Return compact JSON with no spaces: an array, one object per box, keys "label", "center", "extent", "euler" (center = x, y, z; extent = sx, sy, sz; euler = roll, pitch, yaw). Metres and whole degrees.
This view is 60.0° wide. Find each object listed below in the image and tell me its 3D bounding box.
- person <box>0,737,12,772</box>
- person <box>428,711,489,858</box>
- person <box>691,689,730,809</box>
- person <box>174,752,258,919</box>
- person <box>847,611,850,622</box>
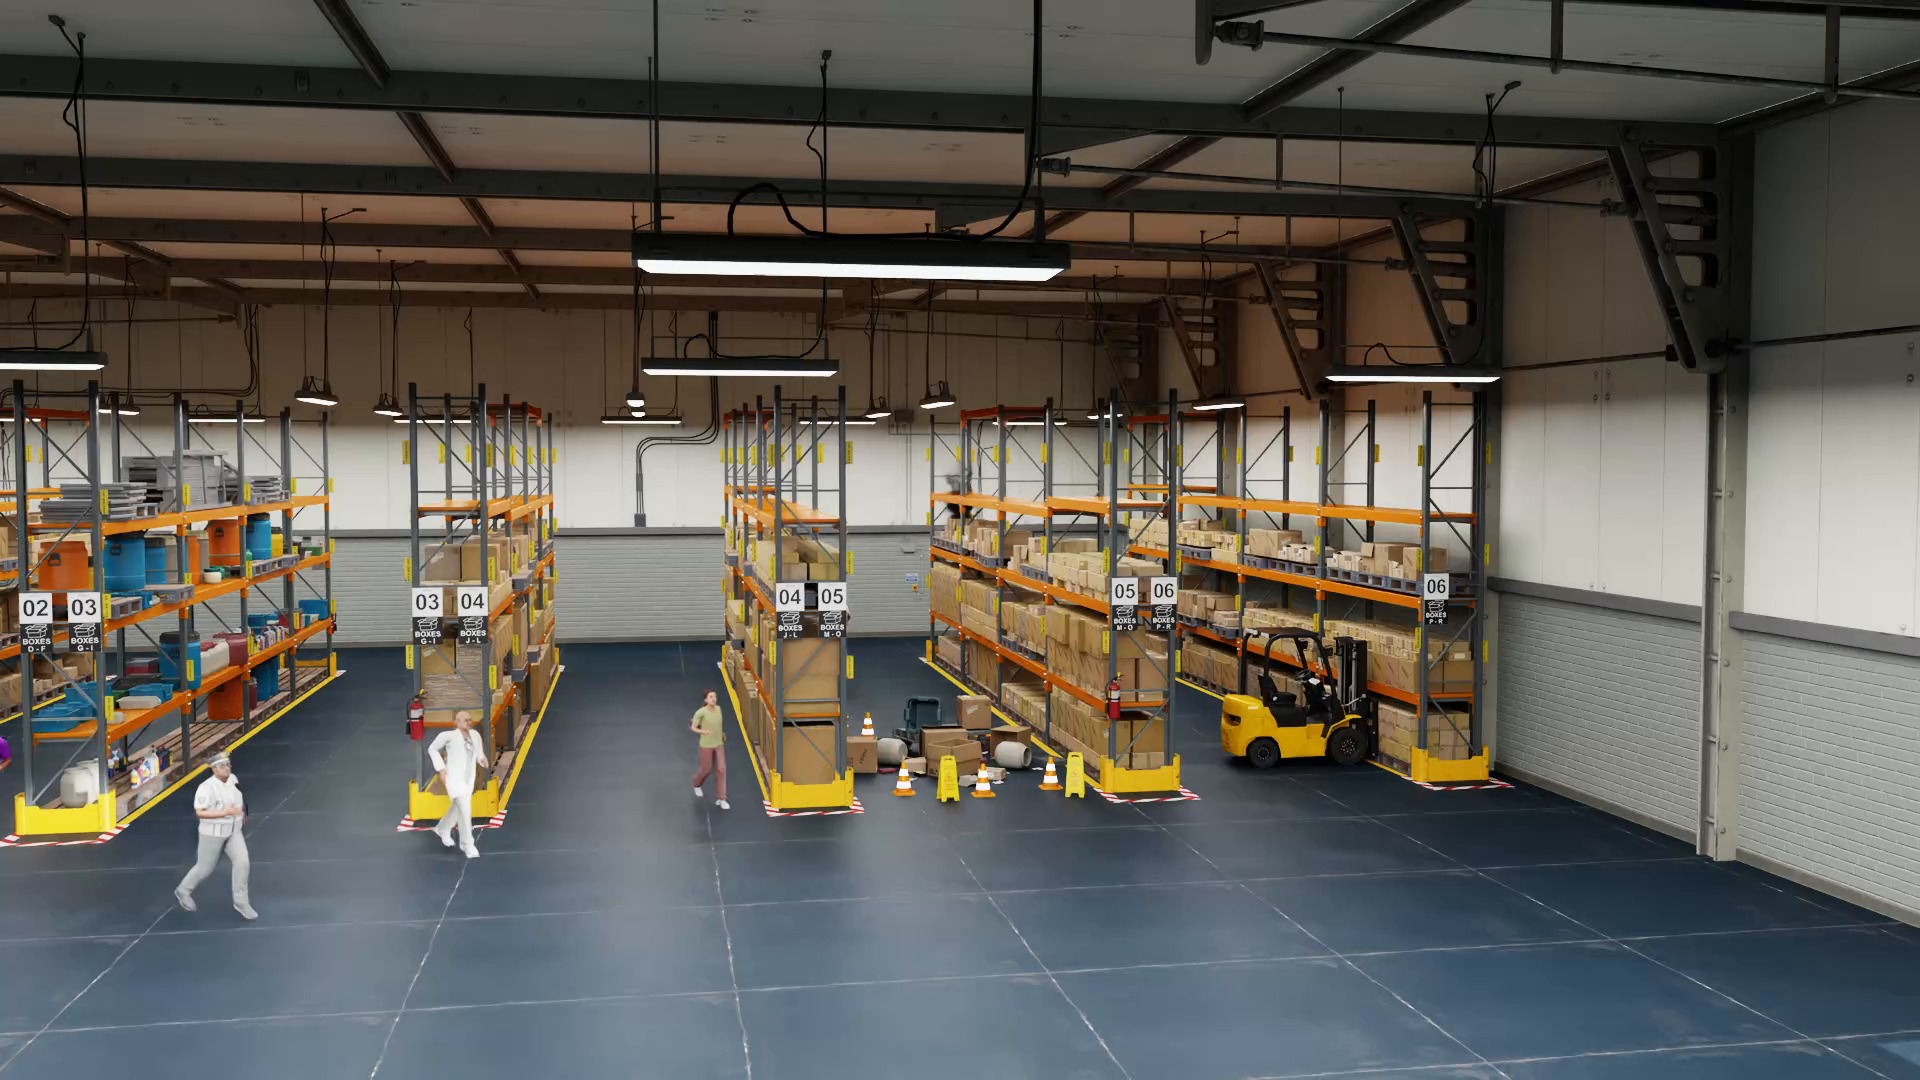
[{"label":"person","center":[-12.324,3.078,20.949],"extent":[0.623,1.766,0.725],"euler":[2,4,40]},{"label":"person","center":[-6.325,3.056,21.005],"extent":[0.918,1.818,0.647],"euler":[2,3,32]},{"label":"person","center":[-3.570,2.953,23.737],"extent":[0.583,1.661,0.966],"euler":[-2,4,-35]},{"label":"person","center":[-8.079,3.198,18.097],"extent":[0.955,1.827,0.672],"euler":[1,3,27]},{"label":"person","center":[-2.789,1.983,37.438],"extent":[0.584,1.677,0.657],"euler":[-1,3,-13]}]
